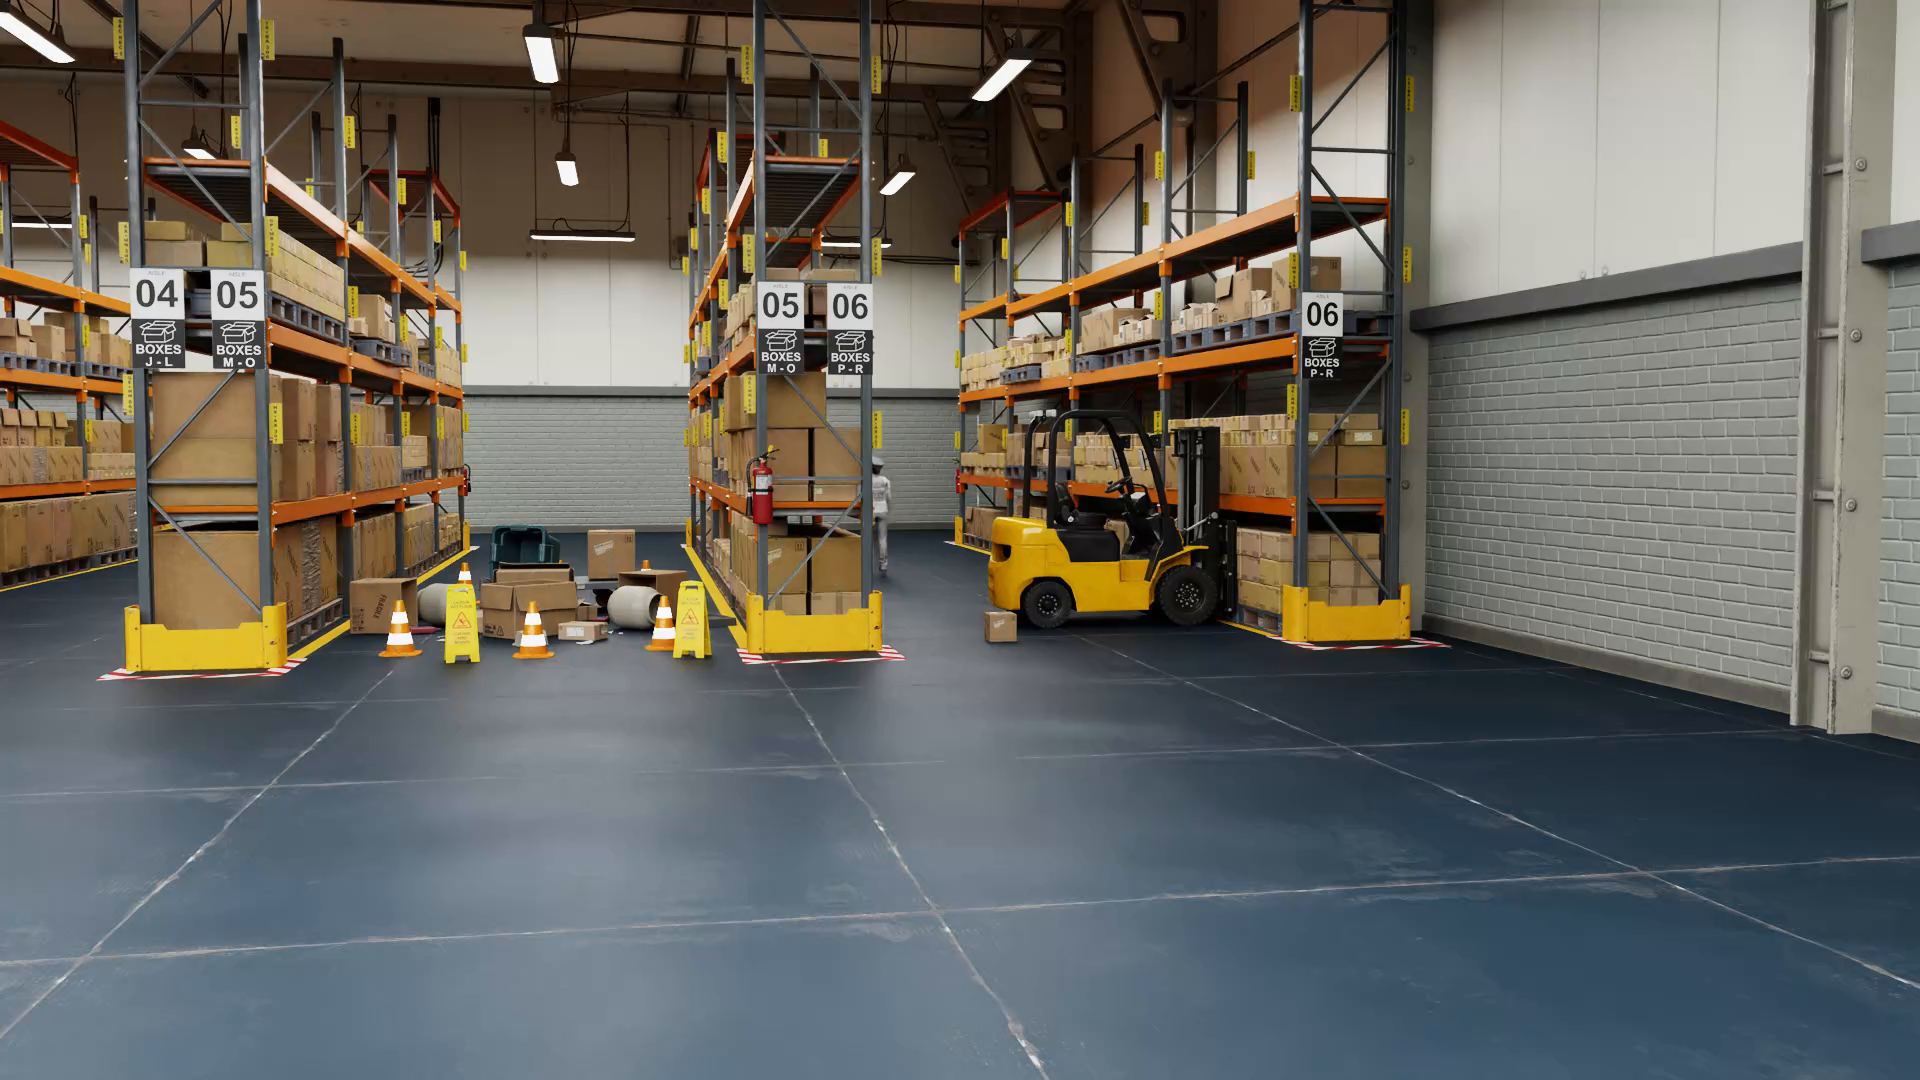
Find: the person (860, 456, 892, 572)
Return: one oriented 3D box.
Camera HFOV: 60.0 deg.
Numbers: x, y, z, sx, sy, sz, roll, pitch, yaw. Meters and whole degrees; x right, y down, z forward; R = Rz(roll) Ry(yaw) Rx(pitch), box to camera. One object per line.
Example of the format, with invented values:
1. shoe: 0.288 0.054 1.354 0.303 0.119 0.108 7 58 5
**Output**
1. person: -1.201 -0.366 23.499 0.477 1.636 0.993 -1 3 -11
